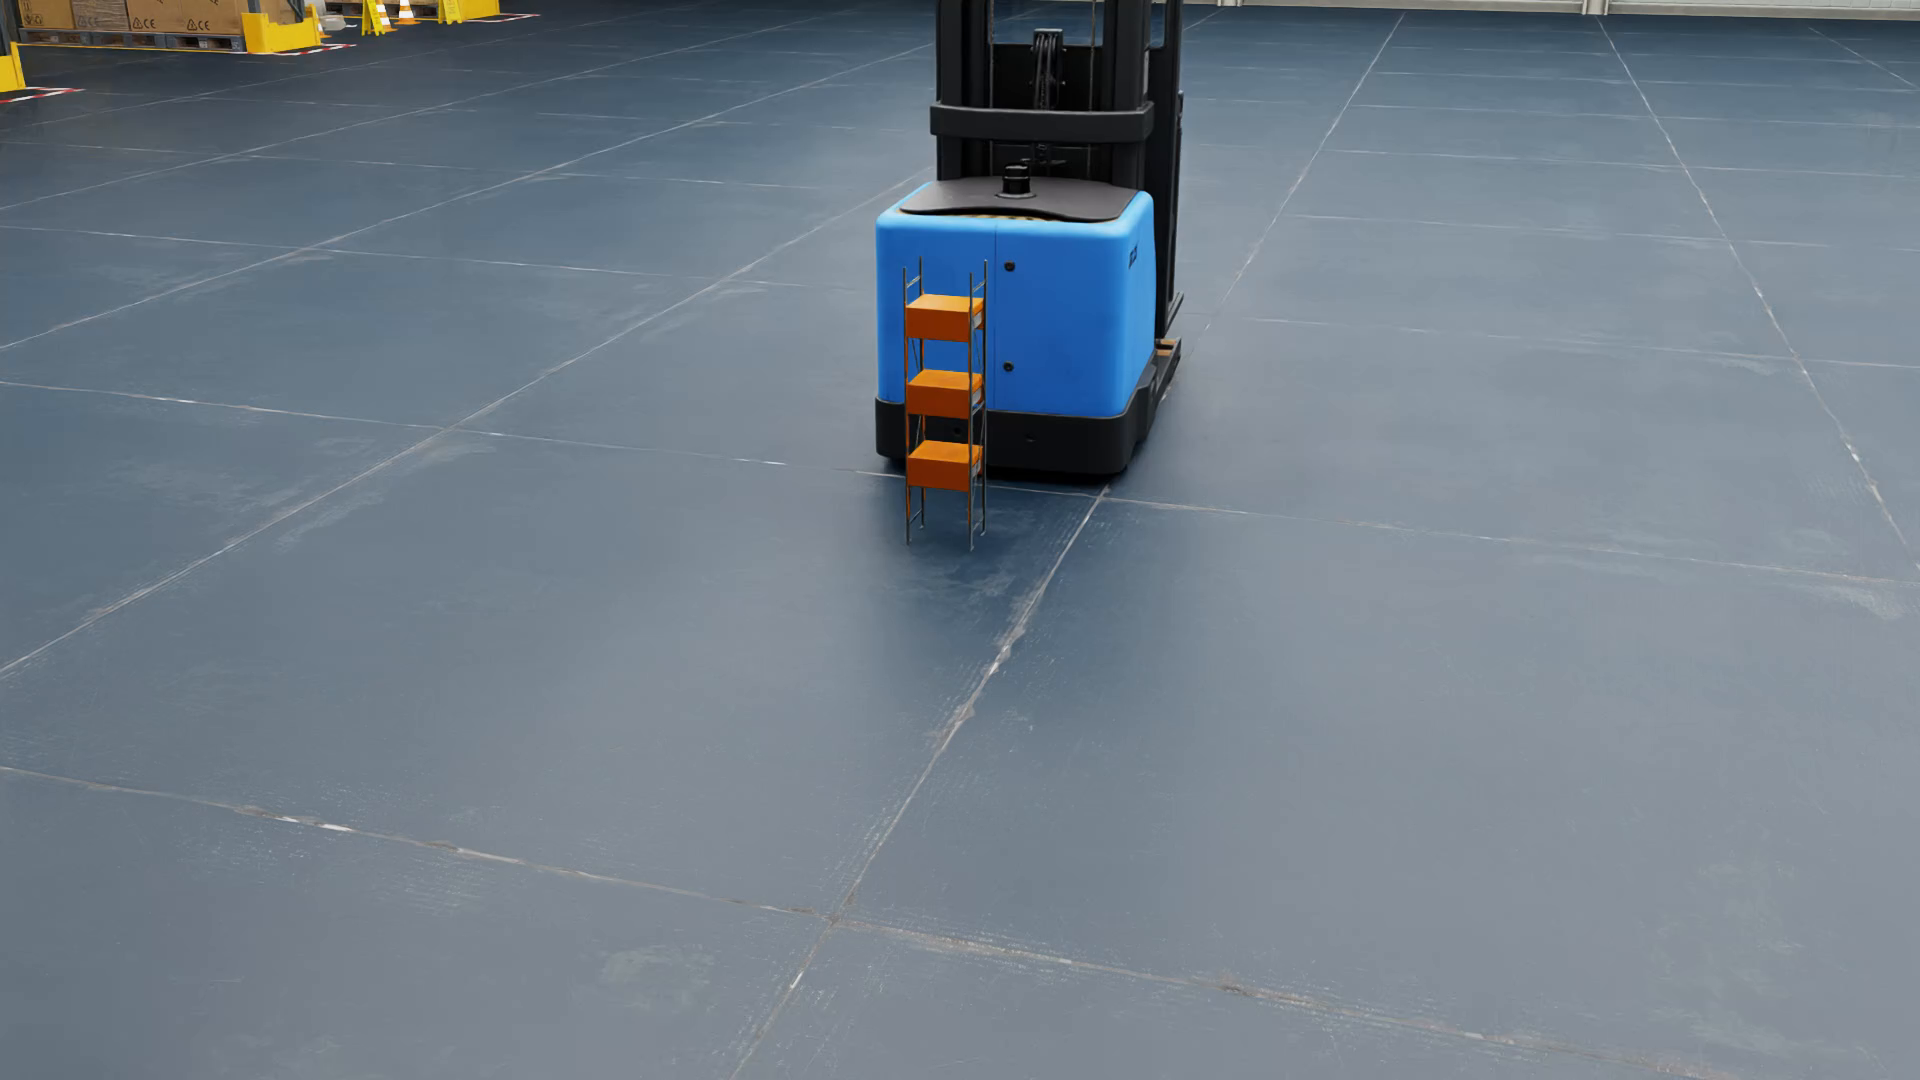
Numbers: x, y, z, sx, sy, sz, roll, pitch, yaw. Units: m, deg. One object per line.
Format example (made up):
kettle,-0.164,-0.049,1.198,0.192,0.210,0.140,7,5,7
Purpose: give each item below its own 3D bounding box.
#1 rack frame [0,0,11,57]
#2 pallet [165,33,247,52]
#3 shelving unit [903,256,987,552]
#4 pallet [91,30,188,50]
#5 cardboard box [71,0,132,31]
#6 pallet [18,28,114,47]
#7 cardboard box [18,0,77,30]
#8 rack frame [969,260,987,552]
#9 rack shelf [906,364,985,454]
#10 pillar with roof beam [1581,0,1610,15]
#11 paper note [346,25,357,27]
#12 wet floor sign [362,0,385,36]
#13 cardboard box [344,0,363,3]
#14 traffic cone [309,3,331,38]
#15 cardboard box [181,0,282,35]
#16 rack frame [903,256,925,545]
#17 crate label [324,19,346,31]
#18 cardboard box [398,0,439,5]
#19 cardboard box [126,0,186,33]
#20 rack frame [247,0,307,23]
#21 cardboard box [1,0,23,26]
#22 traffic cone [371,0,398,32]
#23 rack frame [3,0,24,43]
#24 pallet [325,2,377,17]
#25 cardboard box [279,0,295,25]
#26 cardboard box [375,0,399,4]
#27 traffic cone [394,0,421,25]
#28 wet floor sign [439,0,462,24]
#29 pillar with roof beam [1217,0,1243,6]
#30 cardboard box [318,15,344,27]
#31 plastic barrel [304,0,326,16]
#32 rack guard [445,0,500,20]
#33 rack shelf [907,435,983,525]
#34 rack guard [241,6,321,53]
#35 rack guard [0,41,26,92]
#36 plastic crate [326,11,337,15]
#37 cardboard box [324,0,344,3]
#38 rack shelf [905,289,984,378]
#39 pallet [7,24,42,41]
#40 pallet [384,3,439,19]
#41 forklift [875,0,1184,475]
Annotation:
rack frame,-10.661,-6.230,17.505,0.127,3.000,1.000,7,23,16
pallet,-9.920,-6.790,22.545,1.213,0.211,1.003,7,23,15
shelving unit,-0.051,-0.492,6.085,0.252,1.050,0.215,7,23,16
pallet,-11.084,-6.924,22.873,1.213,0.211,1.003,7,23,15
cardboard box,-11.515,-7.479,22.796,0.875,0.875,0.875,7,23,16
pallet,-12.256,-7.057,23.197,1.213,0.211,1.003,7,23,15
cardboard box,-12.379,-7.576,23.034,0.875,0.875,0.875,7,23,16
rack frame,0.066,-0.478,6.052,0.008,1.050,0.200,7,23,16
rack shelf,-0.051,-0.482,6.089,0.240,0.259,0.215,7,23,16
pillar with roof beam,9.215,-11.276,21.903,0.400,9.000,9.100,7,23,16
paper note,-9.279,-7.837,25.336,0.142,0.019,0.148,-1,22,-3
wet floor sign,-8.532,-7.648,24.064,0.232,0.644,0.267,3,22,6
cardboard box,-9.646,-8.858,26.983,0.500,0.250,0.500,6,23,14
traffic cone,-9.230,-7.421,23.753,0.334,0.463,0.336,7,23,16
cardboard box,-9.800,-7.283,22.318,0.875,0.875,0.875,7,23,16
rack frame,-0.168,-0.505,6.118,0.008,1.050,0.200,7,23,16
crate label,-9.349,-7.708,24.880,0.298,0.136,0.250,-5,23,-12
cardboard box,-8.673,-8.746,26.709,0.500,0.250,0.500,6,23,15
cardboard box,-10.643,-7.378,22.551,0.875,0.875,0.875,6,23,15
rack frame,-9.132,-8.021,21.872,0.127,3.000,1.000,7,23,16
cardboard box,-13.581,-7.648,23.374,0.750,0.750,1.050,6,23,15
traffic cone,-8.578,-7.795,24.663,0.334,0.463,0.336,7,23,16
rack frame,-12.961,-8.459,22.940,0.127,3.000,1.000,7,23,16
pallet,-9.803,-8.785,27.409,1.213,0.211,1.003,7,23,16
cardboard box,-10.211,-7.948,24.984,0.637,0.503,0.797,-9,24,-21
cardboard box,-9.144,-8.803,26.848,0.500,0.250,0.500,7,23,16
traffic cone,-8.583,-8.235,25.737,0.334,0.463,0.336,7,23,16
wet floor sign,-7.926,-8.332,25.731,0.232,0.644,0.267,16,27,34
pillar with roof beam,3.470,-11.934,23.506,0.400,9.000,9.100,7,23,16
cardboard box,-9.636,-7.921,25.385,0.380,0.149,0.250,-20,29,-39
plastic barrel,-10.213,-8.315,25.983,0.512,0.421,0.421,-14,26,-30
rack guard,-7.871,-8.682,26.778,0.348,0.500,1.175,7,23,16
rack shelf,-0.051,-0.225,6.195,0.240,0.259,0.215,7,23,16
rack guard,-9.109,-6.862,22.339,0.348,0.500,1.175,7,23,16
rack guard,-10.734,-5.082,18.000,0.348,0.500,1.175,7,23,16
plastic crate,-10.362,-8.448,26.760,0.583,0.080,0.402,-1,22,-3
cardboard box,-10.118,-8.917,27.125,0.500,0.250,0.500,6,23,15
rack shelf,-0.051,-0.744,5.981,0.240,0.259,0.215,7,23,16
pallet,-13.722,-7.226,23.609,1.213,0.211,1.003,7,23,16
pallet,-8.639,-8.651,27.081,1.213,0.211,1.003,7,23,16
forklift,0.490,-2.149,7.648,1.130,2.935,3.031,5,23,12
